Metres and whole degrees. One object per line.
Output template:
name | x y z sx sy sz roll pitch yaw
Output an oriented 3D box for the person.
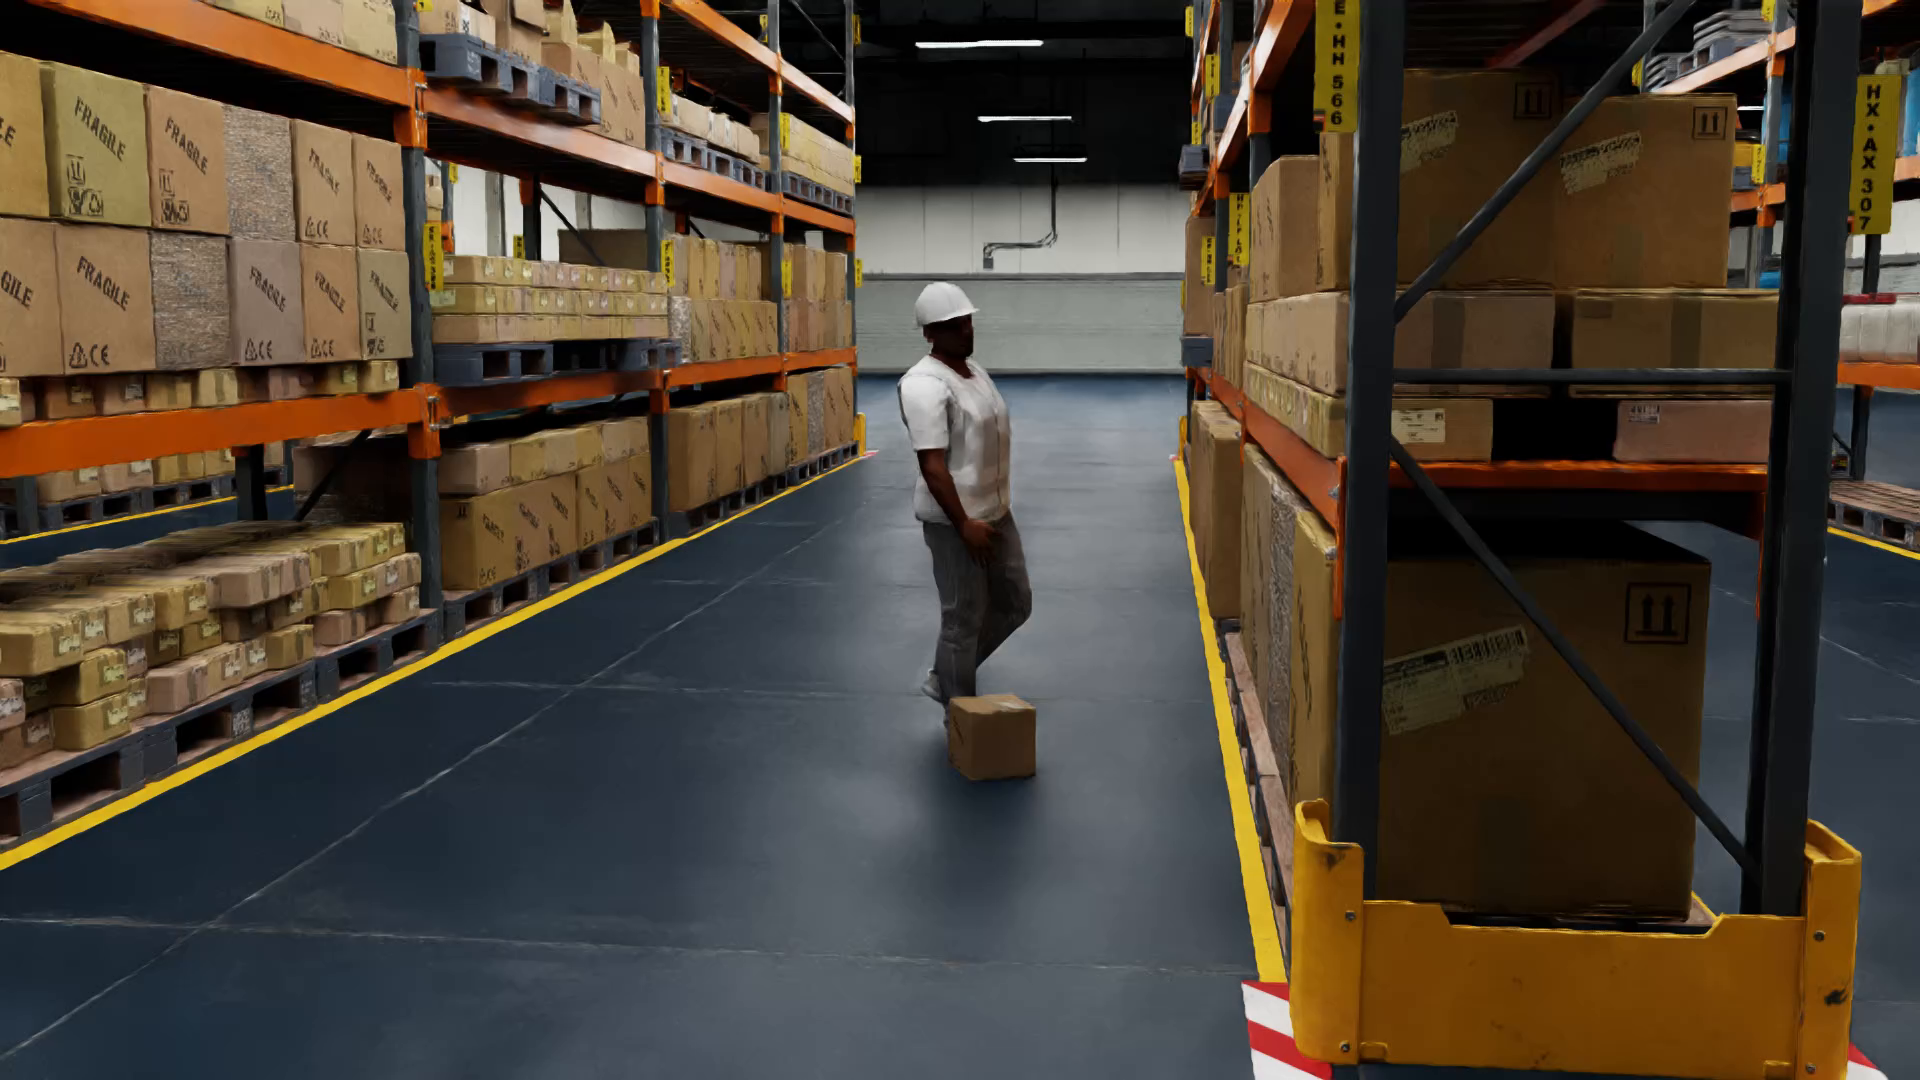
person | 0.011 -0.082 6.275 0.475 1.761 0.620 3 8 24
